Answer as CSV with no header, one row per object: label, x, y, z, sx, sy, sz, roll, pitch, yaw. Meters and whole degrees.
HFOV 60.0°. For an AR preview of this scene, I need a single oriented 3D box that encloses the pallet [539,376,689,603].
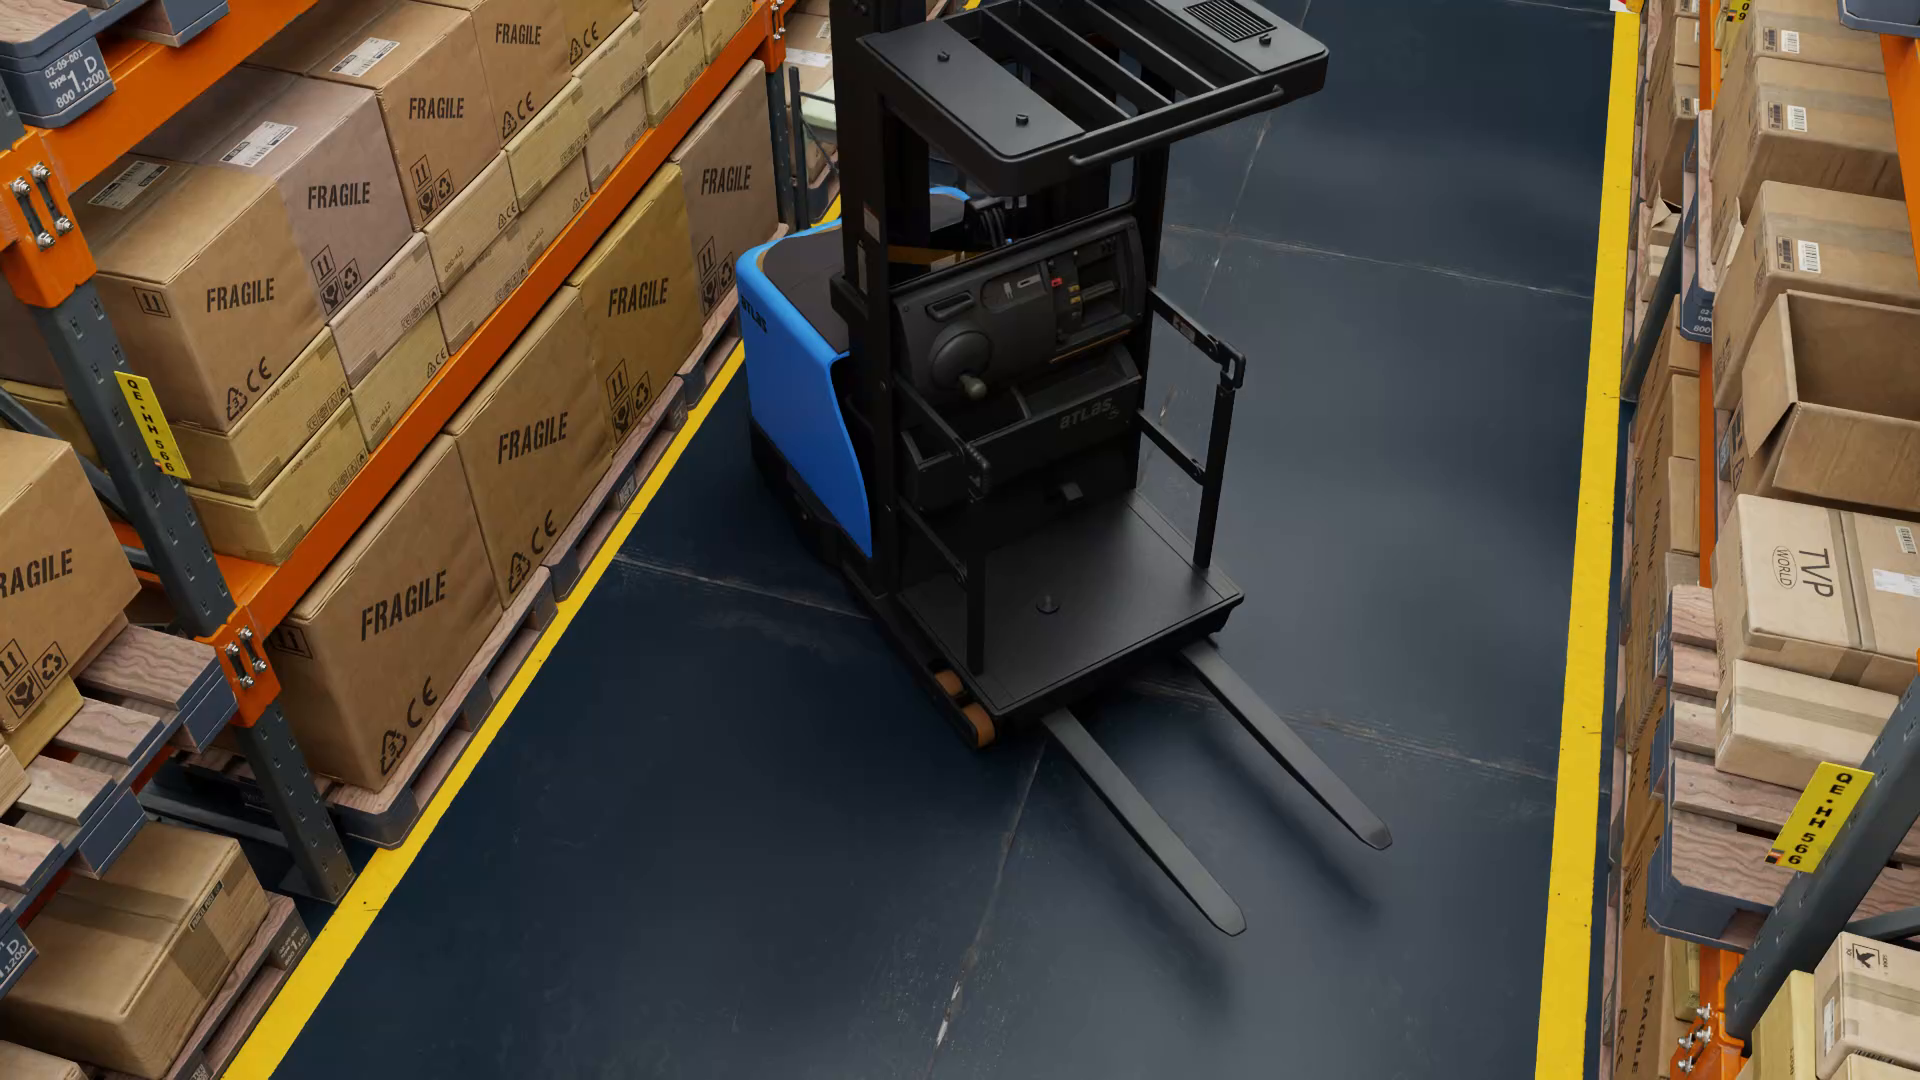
pallet,-1.840,-0.328,6.934,1.003,0.211,1.213,13,46,13

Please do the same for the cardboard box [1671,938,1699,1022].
cardboard box,2.118,1.173,4.430,0.380,0.149,0.250,10,45,11

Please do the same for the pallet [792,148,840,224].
pallet,-1.006,-2.164,8.811,1.003,0.211,1.213,13,46,13

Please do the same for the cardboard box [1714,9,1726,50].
cardboard box,3.391,-2.155,6.987,0.380,0.149,0.250,14,46,14

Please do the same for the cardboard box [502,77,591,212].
cardboard box,-1.646,-1.424,5.811,0.500,0.250,0.500,13,46,13

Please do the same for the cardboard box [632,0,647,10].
cardboard box,-1.356,-2.366,6.237,0.500,0.500,0.500,13,46,13

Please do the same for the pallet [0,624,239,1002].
pallet,-2.636,0.562,4.169,1.213,0.211,1.003,13,46,13

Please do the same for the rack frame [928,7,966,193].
rack frame,-0.158,-1.708,7.422,0.400,1.500,0.023,19,48,19

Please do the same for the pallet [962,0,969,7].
pallet,-0.267,-3.791,10.473,1.003,0.211,1.213,13,46,13

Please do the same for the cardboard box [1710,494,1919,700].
cardboard box,2.221,0.176,4.232,0.500,0.250,0.500,11,45,11

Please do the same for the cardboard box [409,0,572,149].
cardboard box,-1.671,-1.684,5.540,0.500,0.500,0.500,13,46,13

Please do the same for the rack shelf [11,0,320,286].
rack shelf,-1.916,-2.153,5.175,1.077,0.370,4.000,13,46,13

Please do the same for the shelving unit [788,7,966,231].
shelving unit,-0.322,-1.479,7.188,0.431,1.500,0.755,19,48,19

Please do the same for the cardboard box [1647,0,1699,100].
cardboard box,4.061,-2.596,8.745,0.700,0.500,0.500,14,46,14

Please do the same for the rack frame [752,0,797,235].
rack frame,-1.310,-2.671,7.335,1.000,3.000,0.127,13,46,13

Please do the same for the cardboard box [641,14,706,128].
cardboard box,-1.361,-1.926,6.680,0.500,0.250,0.500,12,46,12

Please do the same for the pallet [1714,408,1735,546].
pallet,2.795,-0.184,4.931,1.003,0.211,1.213,13,46,13

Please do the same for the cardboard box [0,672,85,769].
cardboard box,-2.409,0.398,4.078,0.380,0.149,0.250,13,46,13

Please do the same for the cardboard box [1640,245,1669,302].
cardboard box,3.310,-1.187,7.556,0.380,0.149,0.250,11,45,11

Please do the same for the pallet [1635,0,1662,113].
pallet,4.369,-2.709,9.368,1.003,0.211,1.213,13,46,13

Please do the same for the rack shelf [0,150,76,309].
rack shelf,-3.127,0.514,2.450,1.077,0.370,4.000,13,46,13

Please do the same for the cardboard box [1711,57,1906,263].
cardboard box,2.905,-1.187,5.447,0.700,0.500,0.500,13,46,13

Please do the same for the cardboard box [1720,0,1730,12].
cardboard box,3.481,-2.403,6.955,0.500,0.250,0.500,13,46,13

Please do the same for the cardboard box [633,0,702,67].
cardboard box,-1.356,-2.116,6.517,0.500,0.250,0.500,14,46,13

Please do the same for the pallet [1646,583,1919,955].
pallet,2.348,0.646,4.082,1.213,0.211,1.003,13,46,13

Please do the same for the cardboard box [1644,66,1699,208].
cardboard box,3.747,-1.904,8.038,0.700,0.500,0.500,11,45,11

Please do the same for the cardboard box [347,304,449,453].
cardboard box,-1.995,-0.570,5.295,0.500,0.250,0.500,11,46,11

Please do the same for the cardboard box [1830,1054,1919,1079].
cardboard box,1.753,1.105,2.941,0.380,0.149,0.250,13,46,13

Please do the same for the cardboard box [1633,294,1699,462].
cardboard box,3.060,-0.604,6.709,0.500,0.500,0.500,14,46,14

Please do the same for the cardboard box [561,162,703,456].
cardboard box,-1.688,-1.027,6.874,0.875,0.875,0.875,14,46,14

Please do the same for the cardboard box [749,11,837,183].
cardboard box,-1.018,-2.301,8.488,0.875,0.438,0.875,12,46,12

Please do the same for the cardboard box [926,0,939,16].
cardboard box,-0.473,-3.498,9.712,0.875,0.438,0.875,14,46,14

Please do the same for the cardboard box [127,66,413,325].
cardboard box,-1.998,-1.007,4.848,0.500,0.500,0.500,13,46,13

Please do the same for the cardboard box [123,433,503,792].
cardboard box,-2.233,0.162,5.659,0.875,0.875,0.875,12,46,12

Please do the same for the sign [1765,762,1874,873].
sign,1.690,0.550,3.272,0.100,0.325,0.005,13,46,13

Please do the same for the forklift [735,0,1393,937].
forklift,0.331,-0.676,5.345,1.130,2.935,3.031,-24,49,-22

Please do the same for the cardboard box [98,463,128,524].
cardboard box,-2.616,-0.343,5.063,0.500,0.250,0.500,11,45,11

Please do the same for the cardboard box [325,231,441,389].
cardboard box,-1.975,-0.759,5.131,0.500,0.250,0.500,14,46,13

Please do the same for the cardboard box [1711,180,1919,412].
cardboard box,2.667,-0.664,4.912,0.700,0.500,0.500,12,46,12

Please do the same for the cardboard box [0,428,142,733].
cardboard box,-2.394,0.065,3.954,0.500,0.500,0.500,11,46,11

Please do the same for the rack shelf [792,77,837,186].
rack shelf,-0.323,-1.758,6.916,0.431,0.370,0.720,19,48,19

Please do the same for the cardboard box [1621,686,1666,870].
cardboard box,2.451,0.779,5.296,0.500,0.500,0.500,14,46,14

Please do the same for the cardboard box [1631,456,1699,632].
cardboard box,2.753,0.085,6.006,0.500,0.500,0.500,11,45,11

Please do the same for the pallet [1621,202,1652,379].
pallet,3.630,-1.083,7.706,1.003,0.211,1.213,13,46,13

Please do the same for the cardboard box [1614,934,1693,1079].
cardboard box,2.133,1.460,4.600,0.500,0.500,0.500,14,46,14

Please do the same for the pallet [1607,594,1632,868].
pallet,2.843,0.741,5.842,1.003,0.211,1.213,13,46,13

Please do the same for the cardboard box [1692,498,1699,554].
cardboard box,2.723,-0.044,5.674,0.380,0.149,0.250,14,46,14

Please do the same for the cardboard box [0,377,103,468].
cardboard box,-2.617,-0.506,4.872,0.500,0.250,0.500,12,46,12

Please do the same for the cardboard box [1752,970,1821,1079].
cardboard box,1.819,1.158,3.172,0.500,0.250,0.500,12,46,12

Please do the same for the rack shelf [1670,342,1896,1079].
rack shelf,2.816,-0.032,5.152,1.077,0.370,4.000,13,46,13

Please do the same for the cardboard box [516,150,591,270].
cardboard box,-1.685,-1.248,5.988,0.500,0.250,0.500,13,46,13

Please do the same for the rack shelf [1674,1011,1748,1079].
rack shelf,1.604,2.635,2.427,1.077,0.370,4.000,13,46,13

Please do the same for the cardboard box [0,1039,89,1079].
cardboard box,-2.918,1.653,4.495,0.950,0.372,0.625,12,46,12

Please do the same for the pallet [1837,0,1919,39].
pallet,2.846,-1.515,4.143,1.213,0.211,1.003,13,46,13

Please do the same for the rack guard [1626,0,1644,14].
rack guard,4.610,-3.344,9.810,1.175,0.500,0.348,13,46,13
